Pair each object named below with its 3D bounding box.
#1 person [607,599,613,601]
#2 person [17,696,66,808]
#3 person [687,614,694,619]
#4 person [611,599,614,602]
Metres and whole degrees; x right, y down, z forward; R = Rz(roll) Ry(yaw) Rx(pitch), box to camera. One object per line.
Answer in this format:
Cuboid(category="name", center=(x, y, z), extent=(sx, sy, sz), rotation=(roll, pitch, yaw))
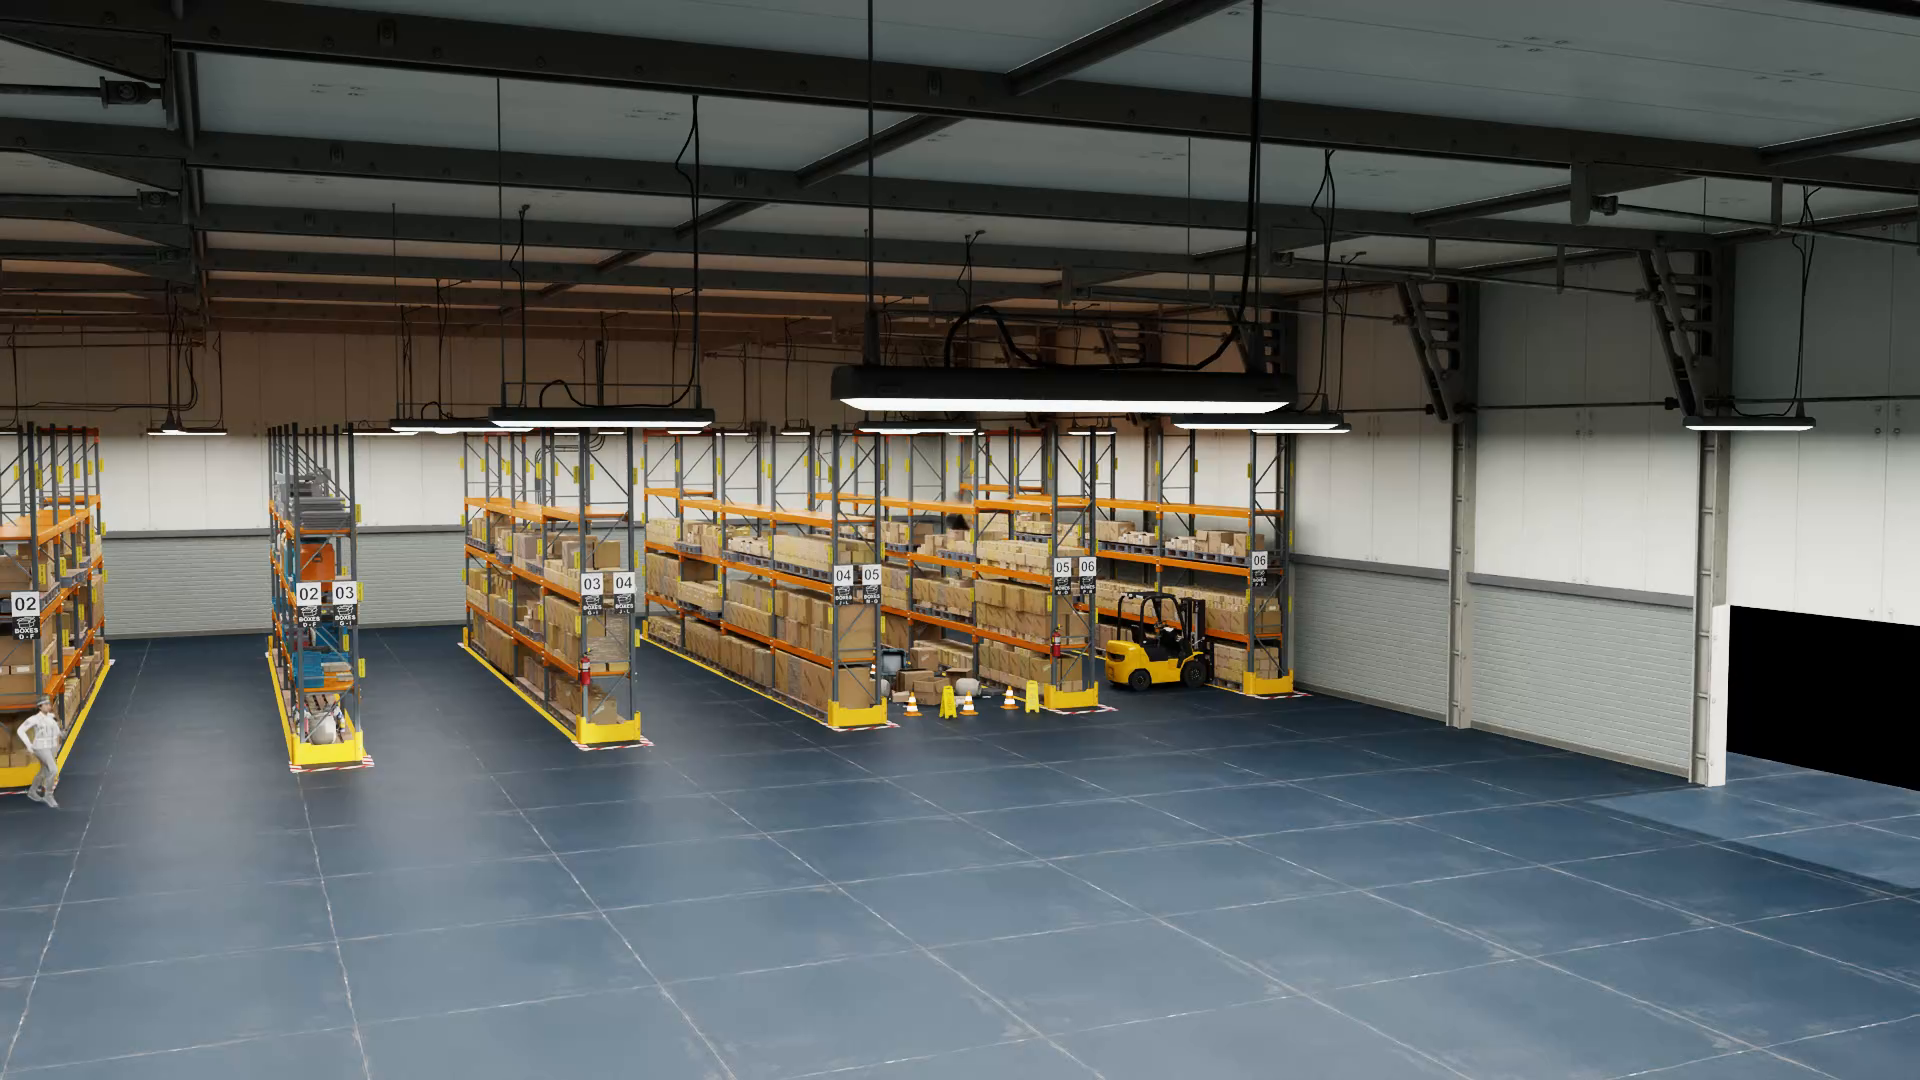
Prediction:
Cuboid(category="person", center=(-9.728, 2.041, 46.128), extent=(0.658, 1.858, 0.770), rotation=(-1, 4, -14))
Cuboid(category="person", center=(-14.275, 3.293, 25.935), extent=(0.748, 1.747, 0.580), rotation=(1, 4, 9))
Cuboid(category="person", center=(-7.871, 1.823, 49.735), extent=(0.825, 1.754, 0.669), rotation=(-1, 4, -22))
Cuboid(category="person", center=(-9.269, 2.180, 45.035), extent=(0.593, 1.623, 0.617), rotation=(-1, 4, -12))
